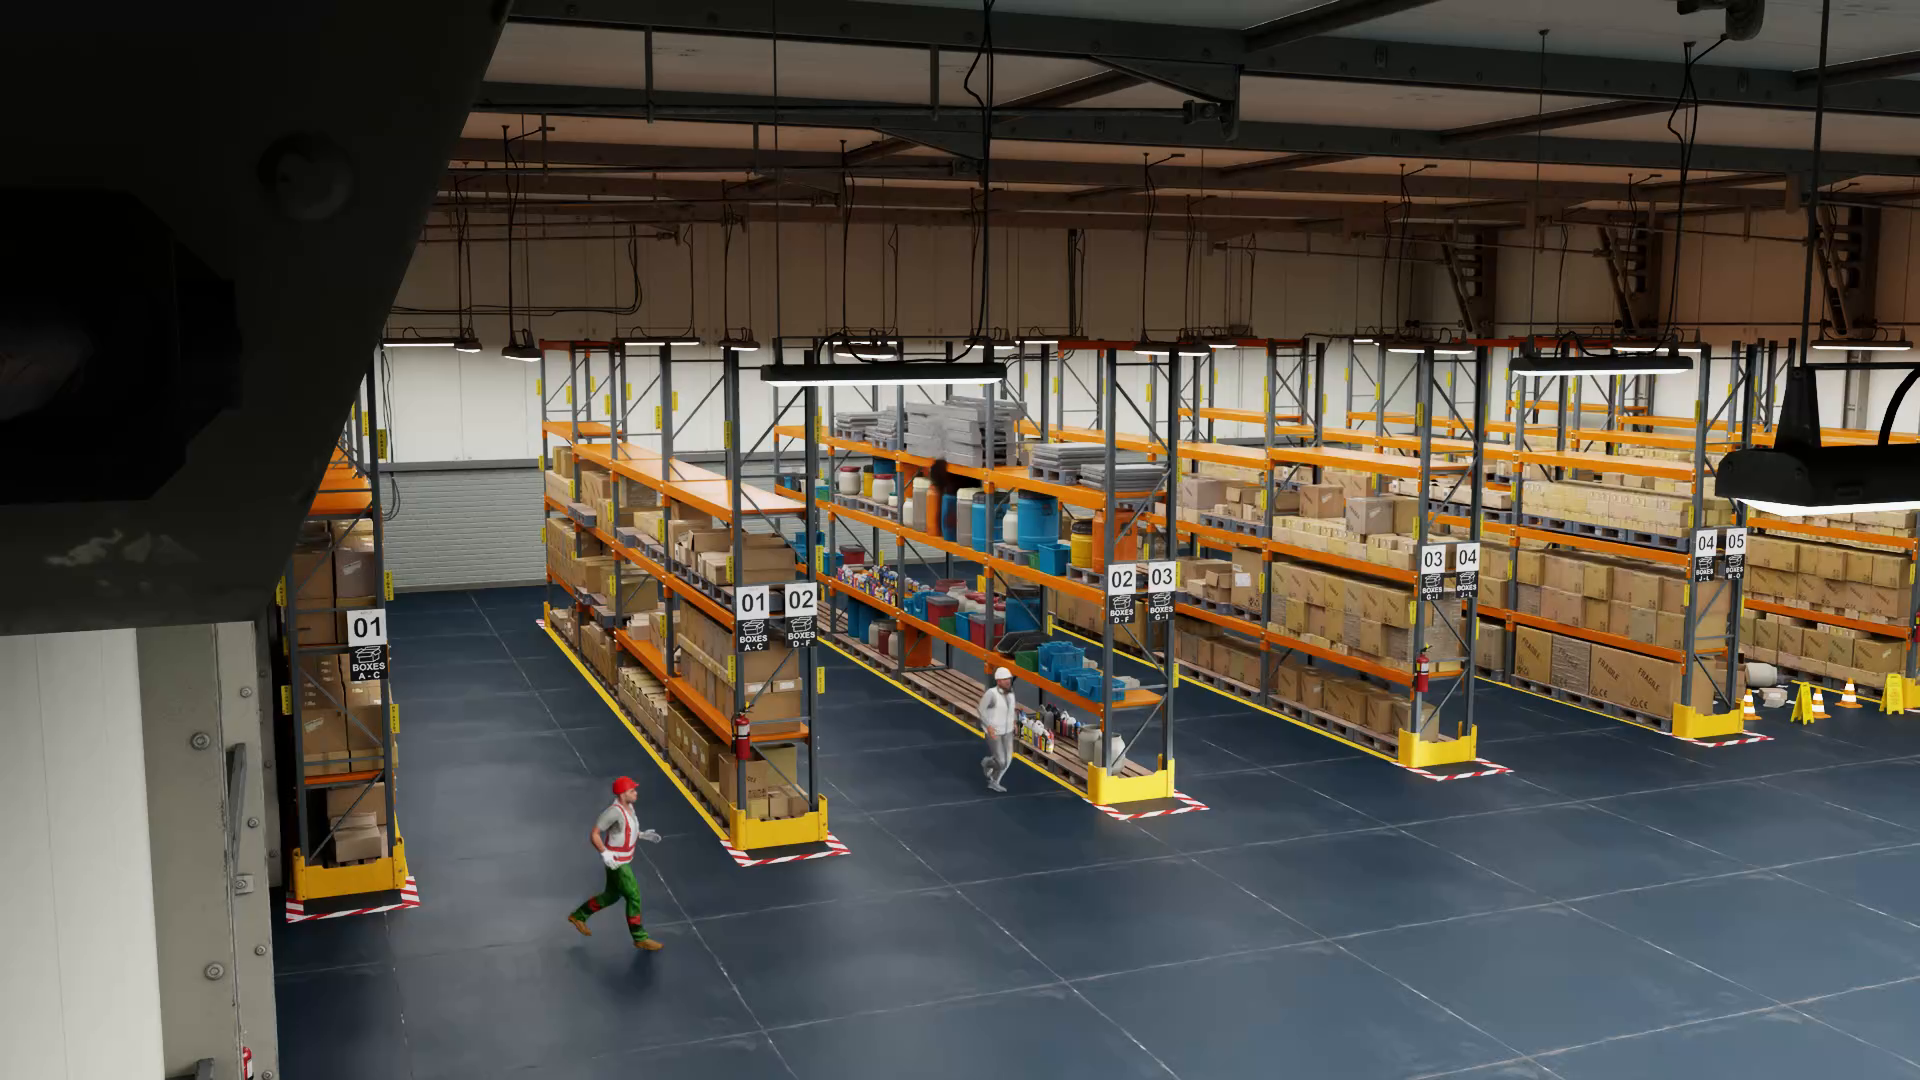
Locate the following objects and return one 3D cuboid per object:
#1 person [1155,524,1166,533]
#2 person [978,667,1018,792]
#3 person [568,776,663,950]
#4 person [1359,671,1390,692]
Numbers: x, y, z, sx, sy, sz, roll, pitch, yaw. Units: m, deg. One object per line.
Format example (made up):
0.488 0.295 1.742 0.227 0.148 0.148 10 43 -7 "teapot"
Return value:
5.040 -0.057 42.258 0.649 1.845 0.803 3 8 25 "person"
0.492 2.558 22.602 0.657 1.714 0.572 -5 9 -35 "person"
-3.518 3.264 16.860 0.998 1.777 0.622 0 7 2 "person"
7.378 1.842 28.977 0.639 1.507 1.152 -2 8 -17 "person"
